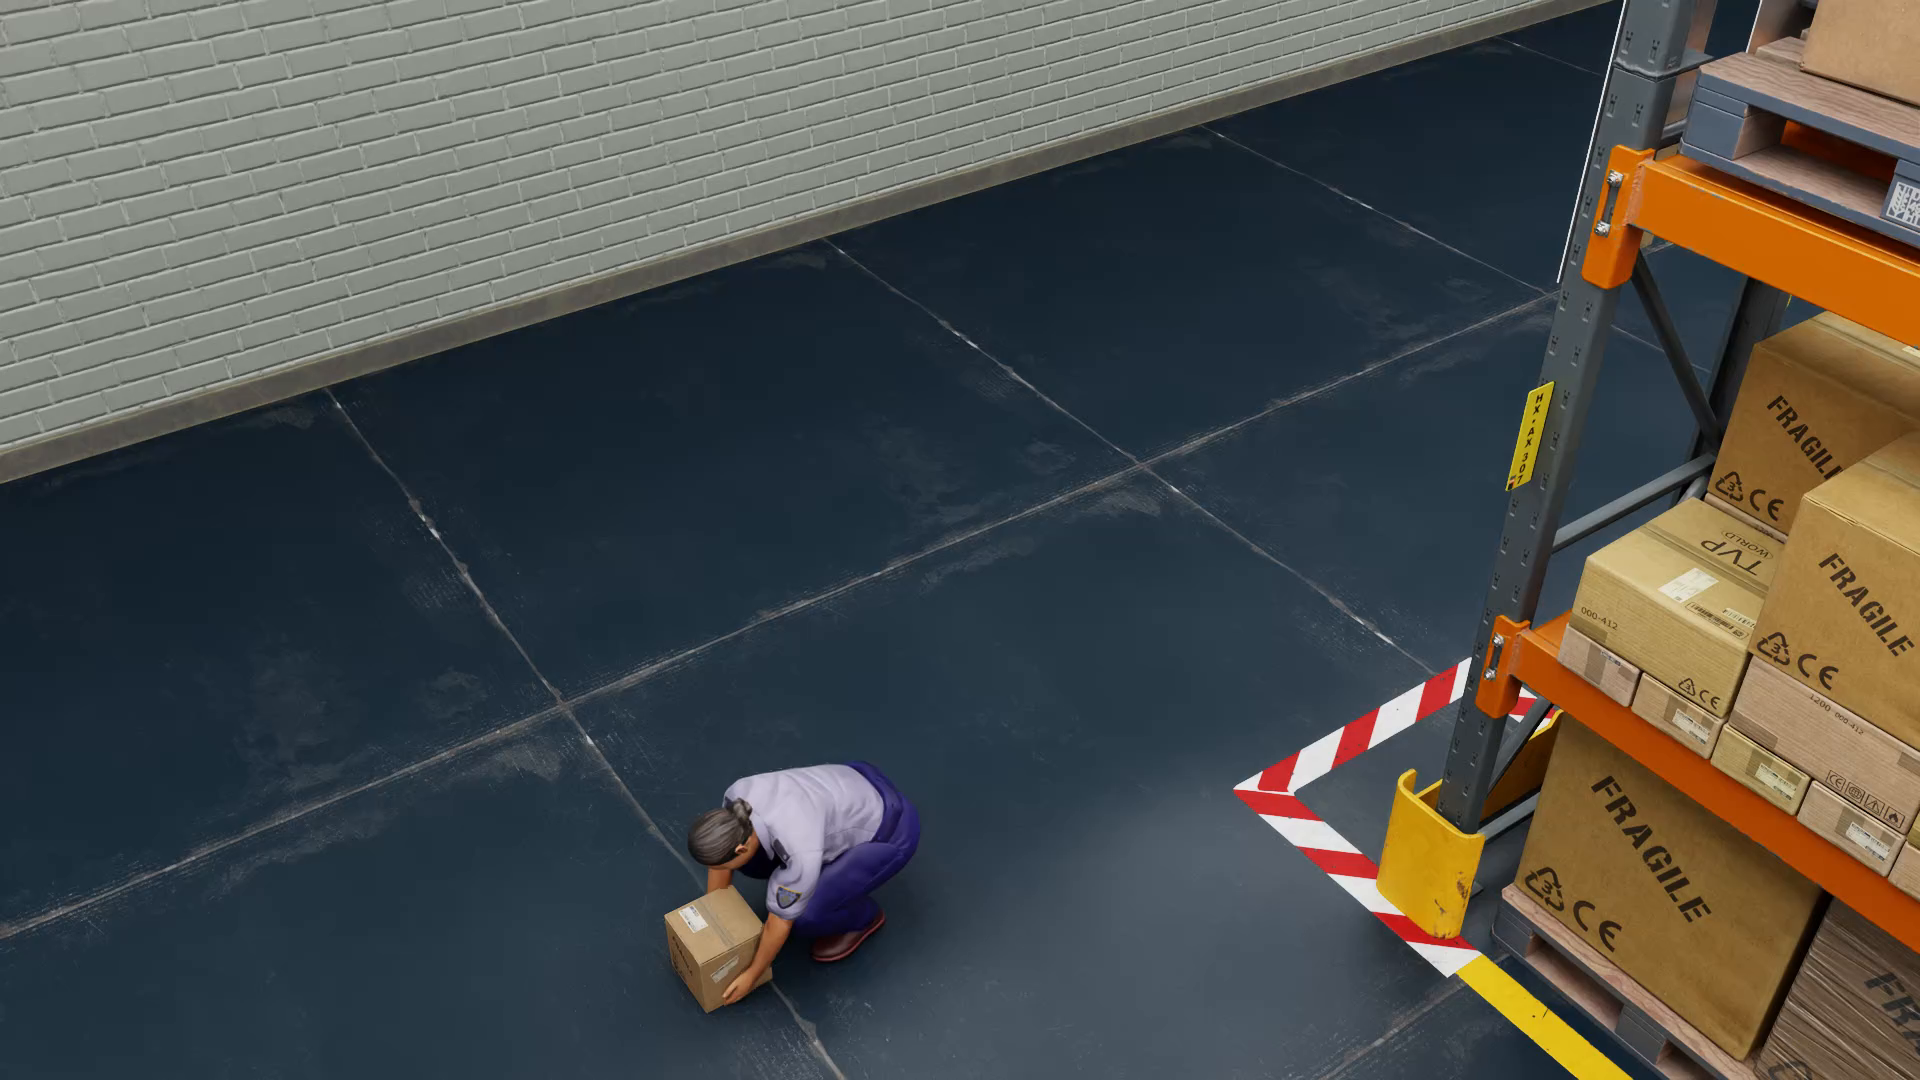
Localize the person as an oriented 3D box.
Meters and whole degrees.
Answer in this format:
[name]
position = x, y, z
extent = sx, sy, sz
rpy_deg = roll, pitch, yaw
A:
[person]
position = -0.523, 1.037, 5.519
extent = 0.823, 0.788, 0.515
rpy_deg = -23, 42, -27
